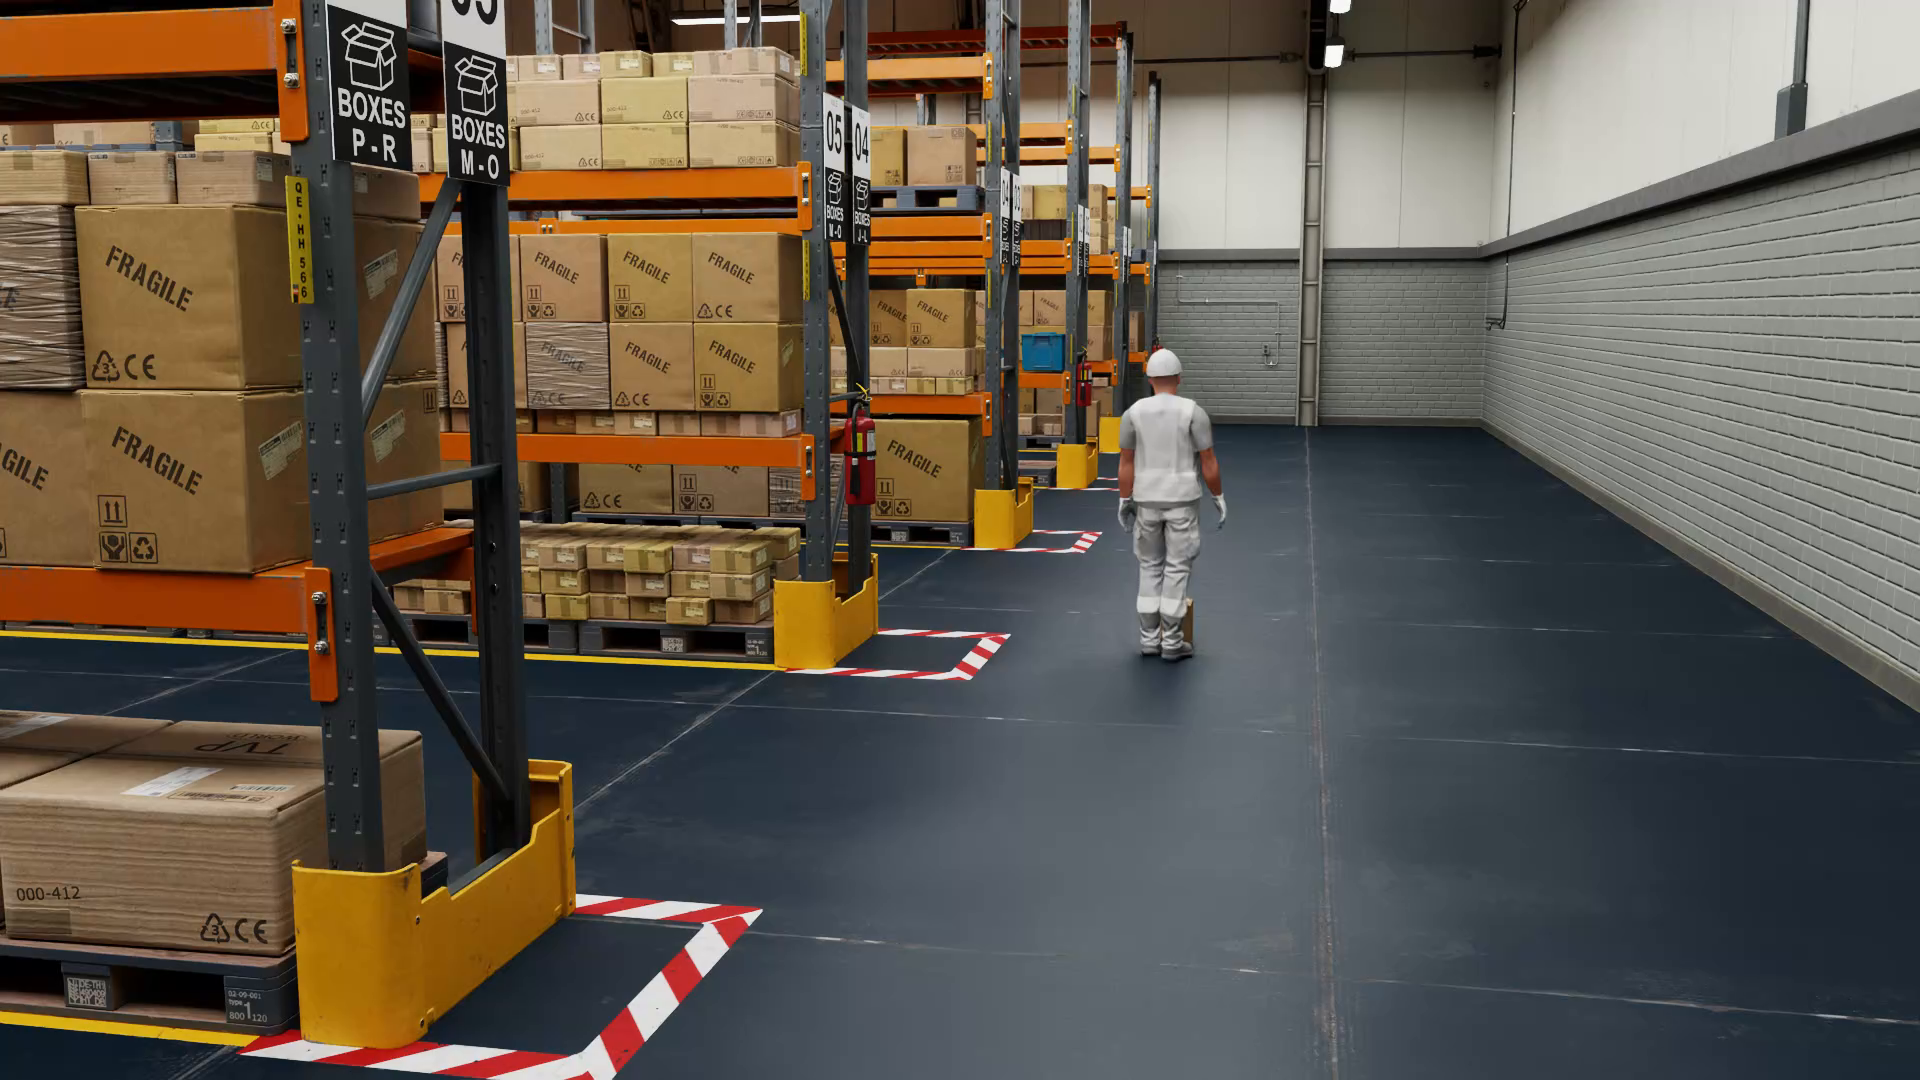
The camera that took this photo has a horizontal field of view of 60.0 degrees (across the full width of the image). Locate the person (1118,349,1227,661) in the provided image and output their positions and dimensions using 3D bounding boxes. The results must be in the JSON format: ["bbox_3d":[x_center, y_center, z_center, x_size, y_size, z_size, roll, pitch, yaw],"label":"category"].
[{"bbox_3d":[1.244,-0.188,9.655,0.609,1.839,0.448,3,8,21],"label":"person"}]
